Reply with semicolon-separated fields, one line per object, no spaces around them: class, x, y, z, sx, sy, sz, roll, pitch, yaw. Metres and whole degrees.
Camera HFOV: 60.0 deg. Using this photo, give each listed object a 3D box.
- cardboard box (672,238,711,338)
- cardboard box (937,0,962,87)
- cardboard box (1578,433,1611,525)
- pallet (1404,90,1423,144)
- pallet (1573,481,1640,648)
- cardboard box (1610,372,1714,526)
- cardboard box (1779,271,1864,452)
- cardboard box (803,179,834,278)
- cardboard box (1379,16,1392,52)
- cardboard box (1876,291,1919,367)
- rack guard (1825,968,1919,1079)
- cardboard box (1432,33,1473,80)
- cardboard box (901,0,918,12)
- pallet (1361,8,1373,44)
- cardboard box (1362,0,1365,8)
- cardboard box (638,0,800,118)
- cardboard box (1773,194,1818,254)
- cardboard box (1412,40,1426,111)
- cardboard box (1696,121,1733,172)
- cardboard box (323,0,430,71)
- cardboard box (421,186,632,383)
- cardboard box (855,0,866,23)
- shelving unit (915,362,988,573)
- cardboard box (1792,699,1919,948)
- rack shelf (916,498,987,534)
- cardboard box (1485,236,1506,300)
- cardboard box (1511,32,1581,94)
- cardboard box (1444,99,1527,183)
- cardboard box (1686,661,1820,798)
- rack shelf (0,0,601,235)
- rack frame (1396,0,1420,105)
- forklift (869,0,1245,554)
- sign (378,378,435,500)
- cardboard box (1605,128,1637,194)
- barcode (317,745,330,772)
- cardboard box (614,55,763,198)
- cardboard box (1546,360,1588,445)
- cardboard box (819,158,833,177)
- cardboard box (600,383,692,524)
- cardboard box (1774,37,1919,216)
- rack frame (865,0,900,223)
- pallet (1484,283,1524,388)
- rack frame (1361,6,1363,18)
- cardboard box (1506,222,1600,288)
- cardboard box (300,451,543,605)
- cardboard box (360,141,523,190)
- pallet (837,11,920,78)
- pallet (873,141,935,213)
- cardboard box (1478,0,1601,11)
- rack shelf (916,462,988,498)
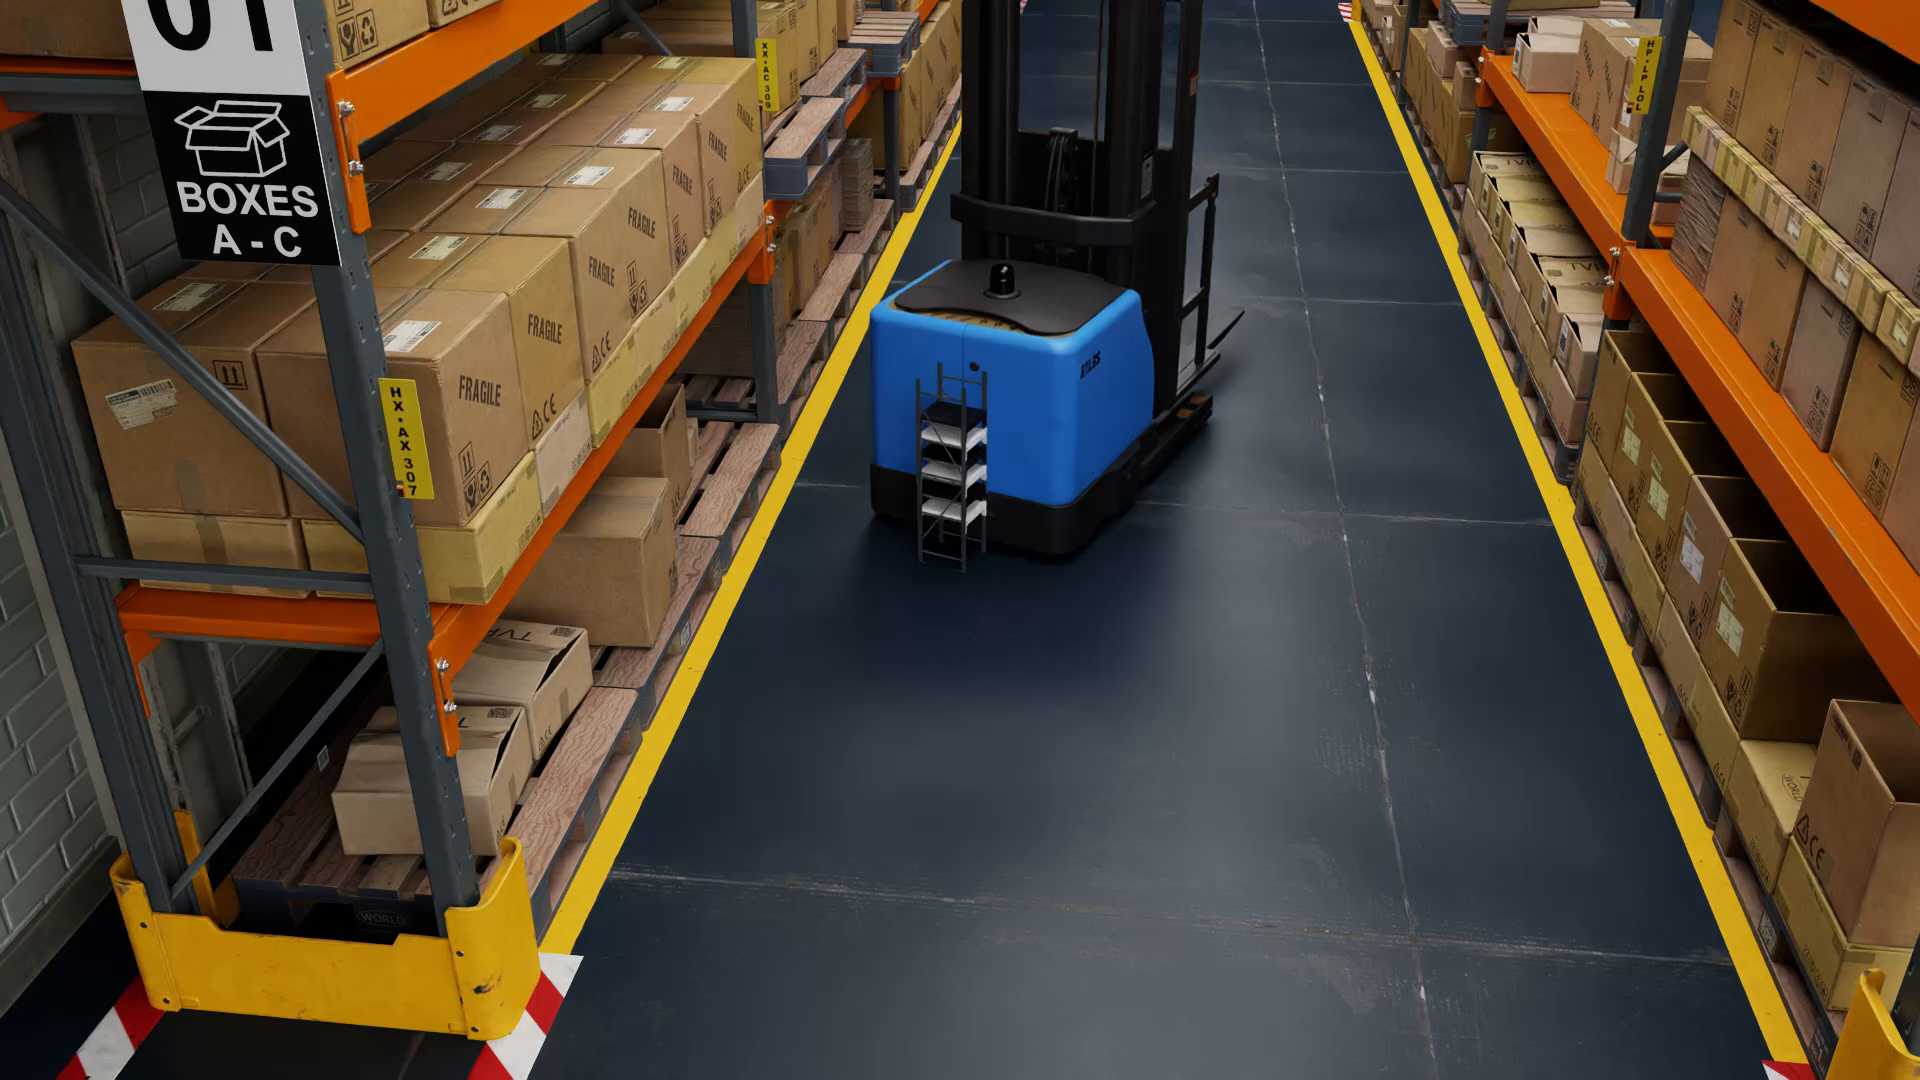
cardboard box;-1.301;-1.013;6.605;0.500;0.250;0.500;3;28;6
cardboard box;-0.399;-4.473;14.714;0.750;0.750;0.750;4;29;7
cardboard box;3.131;-0.270;7.545;0.500;0.250;0.500;3;28;6
pallet;4.407;-3.649;14.301;1.003;0.211;1.213;3;28;6
pallet;3.350;0.103;7.336;1.003;0.211;1.213;3;28;6
cardboard box;3.068;-0.365;6.930;0.500;0.500;0.500;3;28;6
cardboard box;3.255;-0.605;5.606;0.700;0.500;0.500;4;29;8
cardboard box;-1.186;-1.945;10.370;0.700;0.500;0.500;3;28;6
cardboard box;4.349;-4.910;16.072;0.500;0.311;0.500;3;28;6
cardboard box;2.983;-0.620;4.948;0.380;0.149;0.250;4;29;8
rack guard;2.996;1.498;4.442;1.175;0.500;0.348;3;28;6
cardboard box;3.984;-3.765;12.957;0.500;0.250;0.500;3;28;5
cardboard box;-0.512;-3.943;12.151;0.380;0.149;0.250;4;29;8
pallet;4.853;-5.506;17.748;1.003;0.211;1.213;3;28;6
cardboard box;4.536;-5.796;17.870;0.380;0.166;0.250;3;28;6
cardboard box;-1.256;-2.520;8.696;0.700;0.500;0.500;6;29;11
cardboard box;3.110;-1.104;5.847;0.380;0.149;0.250;3;28;5
cardboard box;4.113;-3.890;13.980;0.500;0.500;0.500;4;29;7
cardboard box;3.233;-1.593;6.754;0.380;0.149;0.250;4;29;7
cardboard box;-1.629;-1.416;3.926;0.500;0.500;0.500;4;29;8
cardboard box;-1.422;-0.855;5.520;0.500;0.500;0.500;2;28;5
cardboard box;-0.986;-3.681;10.851;0.700;0.500;0.500;0;28;0
shelving unit;-0.036;-0.315;7.386;0.258;0.900;0.210;14;31;24
cardboard box;2.769;0.812;4.745;0.500;0.500;0.500;3;28;6
rack shelf;-0.036;-0.127;7.487;0.258;0.077;0.200;14;31;24
cardboard box;3.505;-1.642;10.092;0.500;0.250;0.500;3;28;5
cardboard box;3.677;-2.930;10.120;0.500;0.311;0.500;3;28;6
cardboard box;3.860;-2.926;12.191;0.500;0.500;0.500;4;29;8
cardboard box;2.880;0.671;5.798;0.500;0.250;0.500;3;28;6
rack shelf;-1.673;-1.845;5.608;1.077;0.370;4.000;3;28;6
rack frame;4.469;-5.262;14.355;1.000;3.000;0.127;3;28;6
forklift;0.695;-1.898;8.183;1.130;2.935;3.031;14;31;24
sign;-1.380;-0.249;4.137;0.100;0.325;0.005;3;28;6
cardboard box;3.414;-1.862;8.185;0.396;0.266;0.258;3;28;5
barcode;-2.139;0.734;5.586;0.001;0.075;0.075;3;28;6
cardboard box;-1.179;-1.815;7.302;0.500;0.500;0.500;3;28;6
cardboard box;3.252;-0.683;8.311;0.500;0.250;0.500;3;28;6
cardboard box;-1.107;-2.482;10.576;0.500;0.250;0.500;4;29;7
cardboard box;-1.516;-0.385;7.473;0.500;0.500;0.500;1;28;2
cardboard box;3.318;-1.429;5.766;0.700;0.500;0.500;3;28;6
rack frame;-0.938;-3.665;11.391;1.000;3.000;0.127;3;28;6
pallet;3.687;-1.194;9.743;1.003;0.211;1.213;3;28;6
rack frame;4.959;-7.145;17.850;1.000;3.000;0.127;3;28;6
cardboard box;3.440;-1.641;9.499;0.500;0.311;0.500;3;28;6
cardboard box;-1.543;-0.054;4.824;0.500;0.250;0.500;3;28;5
cardboard box;-1.879;-1.124;6.020;0.500;0.500;0.500;4;29;7
pallet;-0.920;-3.239;10.802;1.213;0.211;1.003;3;28;6
pallet;-0.767;-2.804;12.733;1.003;0.211;1.213;3;28;6
cardboard box;3.944;-3.911;11.299;0.700;0.500;0.500;-6;29;-11
rack shelf;-0.036;-0.286;7.402;0.258;0.077;0.200;14;31;24
